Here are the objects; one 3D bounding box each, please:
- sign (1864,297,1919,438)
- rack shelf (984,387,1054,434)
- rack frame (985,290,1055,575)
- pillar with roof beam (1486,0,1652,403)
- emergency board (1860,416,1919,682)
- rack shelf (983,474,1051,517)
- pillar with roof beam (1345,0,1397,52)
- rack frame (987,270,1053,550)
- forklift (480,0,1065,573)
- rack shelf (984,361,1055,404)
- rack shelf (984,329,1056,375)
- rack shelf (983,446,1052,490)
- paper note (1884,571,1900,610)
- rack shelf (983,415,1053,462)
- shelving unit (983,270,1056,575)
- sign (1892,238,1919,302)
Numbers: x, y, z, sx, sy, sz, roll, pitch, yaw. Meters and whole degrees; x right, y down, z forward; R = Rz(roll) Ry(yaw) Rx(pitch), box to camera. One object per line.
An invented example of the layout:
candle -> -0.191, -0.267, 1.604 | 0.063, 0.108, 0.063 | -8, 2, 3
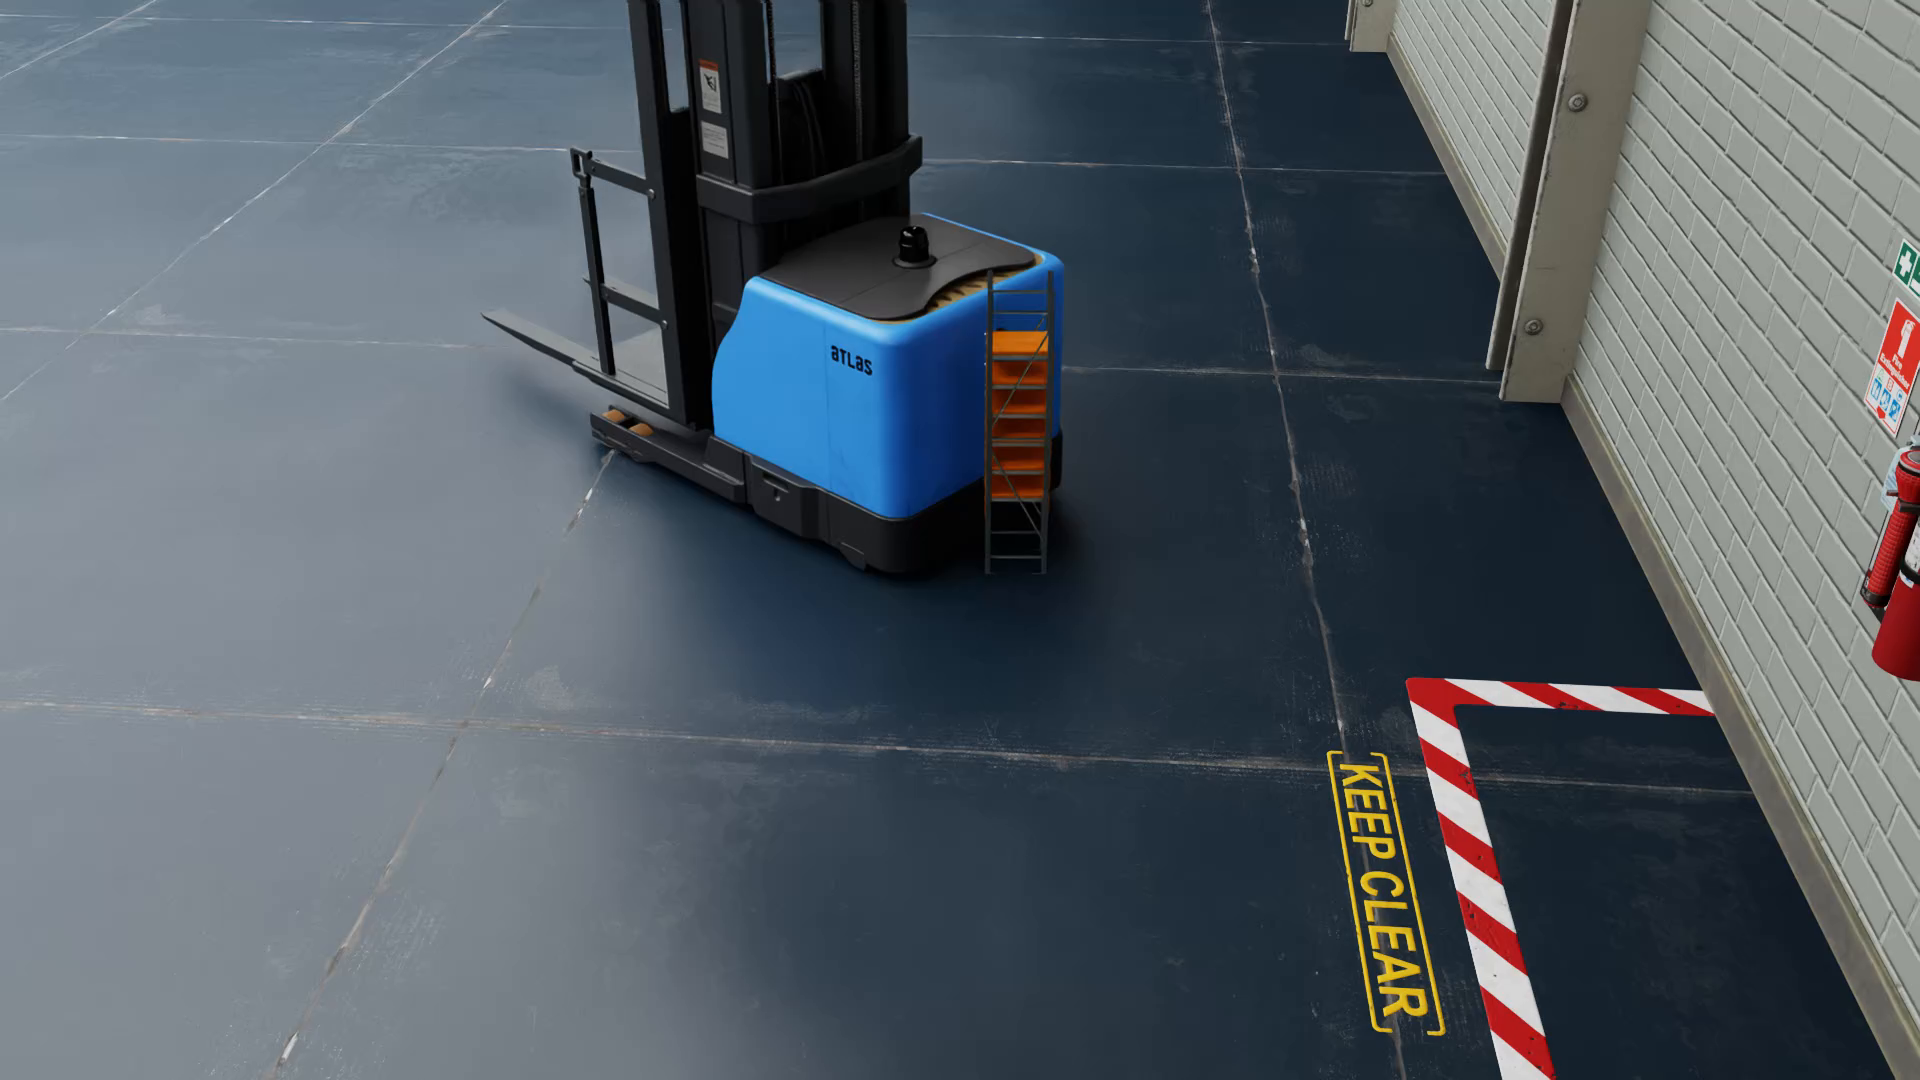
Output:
sign -> 2.610, -0.481, 4.638 | 0.001, 0.329, 0.234 | 2, 32, 4
rack shelf -> 0.219, -0.487, 6.253 | 0.258, 0.103, 0.180 | 0, 32, 0
rack frame -> 0.218, -0.375, 6.215 | 0.240, 1.200, 0.006 | 0, 32, 0
pillar with roof beam -> -1.579, -4.766, 5.907 | 9.100, 9.000, 0.400 | 2, 32, 4
emergency board -> 2.463, -0.182, 4.186 | 0.194, 1.169, 0.643 | 2, 32, 4
rack shelf -> 0.219, -0.181, 6.442 | 0.258, 0.103, 0.180 | 0, 32, 0
pillar with roof beam -> -1.090, -7.904, 10.998 | 9.100, 9.000, 0.400 | 2, 32, 4
rack frame -> 0.220, -0.471, 6.370 | 0.240, 1.200, 0.006 | 0, 32, 0
forklift -> -1.003, -1.771, 6.830 | 3.031, 2.935, 1.130 | 25, 40, 35
rack shelf -> 0.219, -0.589, 6.190 | 0.258, 0.103, 0.180 | 0, 32, 0
rack shelf -> 0.219, -0.692, 6.127 | 0.258, 0.103, 0.180 | 0, 32, 0
rack shelf -> 0.219, -0.283, 6.379 | 0.258, 0.103, 0.180 | 0, 32, 0
paper note -> 2.546, 0.104, 4.562 | 0.016, 0.148, 0.142 | 2, 32, 4
rack shelf -> 0.219, -0.385, 6.316 | 0.258, 0.103, 0.180 | 0, 32, 0
shelving unit -> 0.219, -0.423, 6.293 | 0.258, 1.200, 0.189 | 0, 32, 0
sign -> 2.601, -0.705, 4.496 | 0.001, 0.109, 0.331 | 2, 32, 4
